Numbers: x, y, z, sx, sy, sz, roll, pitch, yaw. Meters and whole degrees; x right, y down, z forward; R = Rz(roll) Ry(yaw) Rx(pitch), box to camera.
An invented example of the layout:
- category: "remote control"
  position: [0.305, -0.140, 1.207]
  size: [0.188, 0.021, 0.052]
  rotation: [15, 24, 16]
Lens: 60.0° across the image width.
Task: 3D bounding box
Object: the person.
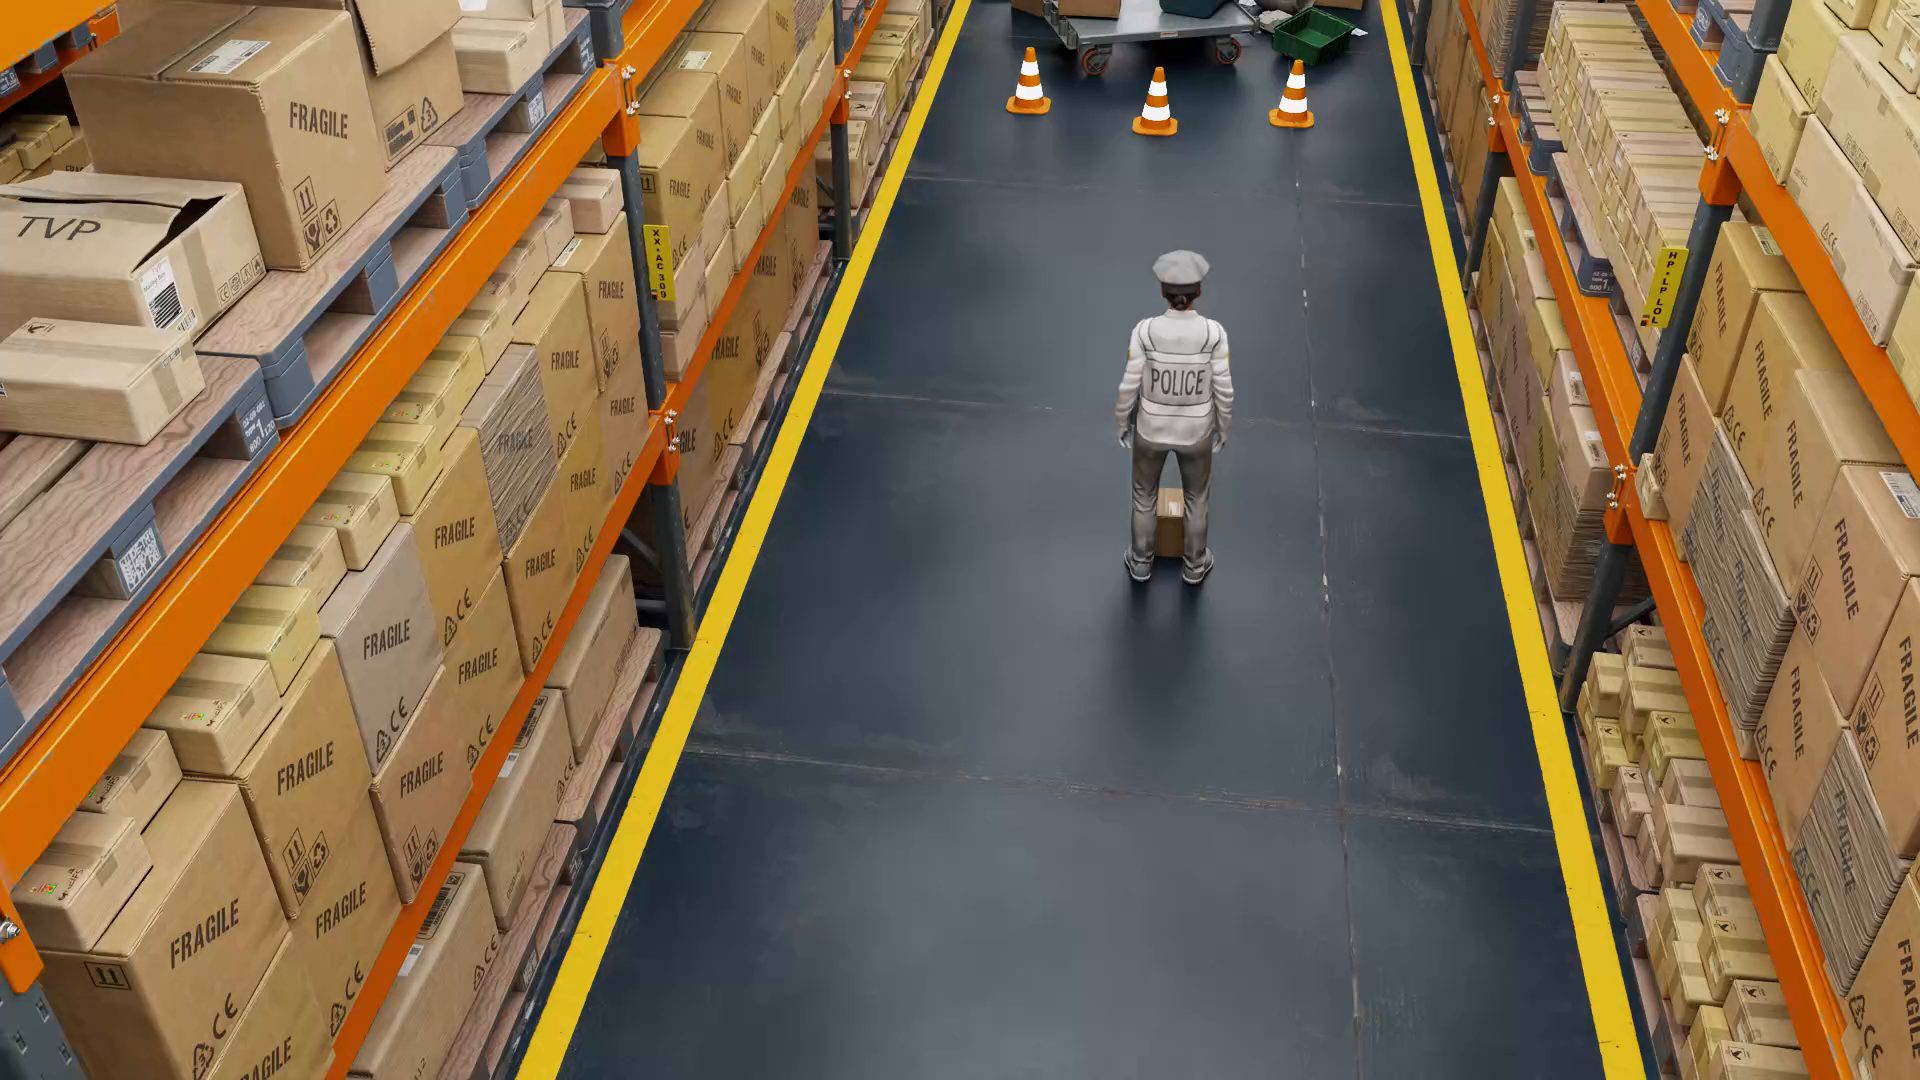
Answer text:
- category: "person"
  position: [0.990, -0.520, 7.743]
  size: [0.535, 1.662, 0.379]
  rotation: [4, 37, 5]
